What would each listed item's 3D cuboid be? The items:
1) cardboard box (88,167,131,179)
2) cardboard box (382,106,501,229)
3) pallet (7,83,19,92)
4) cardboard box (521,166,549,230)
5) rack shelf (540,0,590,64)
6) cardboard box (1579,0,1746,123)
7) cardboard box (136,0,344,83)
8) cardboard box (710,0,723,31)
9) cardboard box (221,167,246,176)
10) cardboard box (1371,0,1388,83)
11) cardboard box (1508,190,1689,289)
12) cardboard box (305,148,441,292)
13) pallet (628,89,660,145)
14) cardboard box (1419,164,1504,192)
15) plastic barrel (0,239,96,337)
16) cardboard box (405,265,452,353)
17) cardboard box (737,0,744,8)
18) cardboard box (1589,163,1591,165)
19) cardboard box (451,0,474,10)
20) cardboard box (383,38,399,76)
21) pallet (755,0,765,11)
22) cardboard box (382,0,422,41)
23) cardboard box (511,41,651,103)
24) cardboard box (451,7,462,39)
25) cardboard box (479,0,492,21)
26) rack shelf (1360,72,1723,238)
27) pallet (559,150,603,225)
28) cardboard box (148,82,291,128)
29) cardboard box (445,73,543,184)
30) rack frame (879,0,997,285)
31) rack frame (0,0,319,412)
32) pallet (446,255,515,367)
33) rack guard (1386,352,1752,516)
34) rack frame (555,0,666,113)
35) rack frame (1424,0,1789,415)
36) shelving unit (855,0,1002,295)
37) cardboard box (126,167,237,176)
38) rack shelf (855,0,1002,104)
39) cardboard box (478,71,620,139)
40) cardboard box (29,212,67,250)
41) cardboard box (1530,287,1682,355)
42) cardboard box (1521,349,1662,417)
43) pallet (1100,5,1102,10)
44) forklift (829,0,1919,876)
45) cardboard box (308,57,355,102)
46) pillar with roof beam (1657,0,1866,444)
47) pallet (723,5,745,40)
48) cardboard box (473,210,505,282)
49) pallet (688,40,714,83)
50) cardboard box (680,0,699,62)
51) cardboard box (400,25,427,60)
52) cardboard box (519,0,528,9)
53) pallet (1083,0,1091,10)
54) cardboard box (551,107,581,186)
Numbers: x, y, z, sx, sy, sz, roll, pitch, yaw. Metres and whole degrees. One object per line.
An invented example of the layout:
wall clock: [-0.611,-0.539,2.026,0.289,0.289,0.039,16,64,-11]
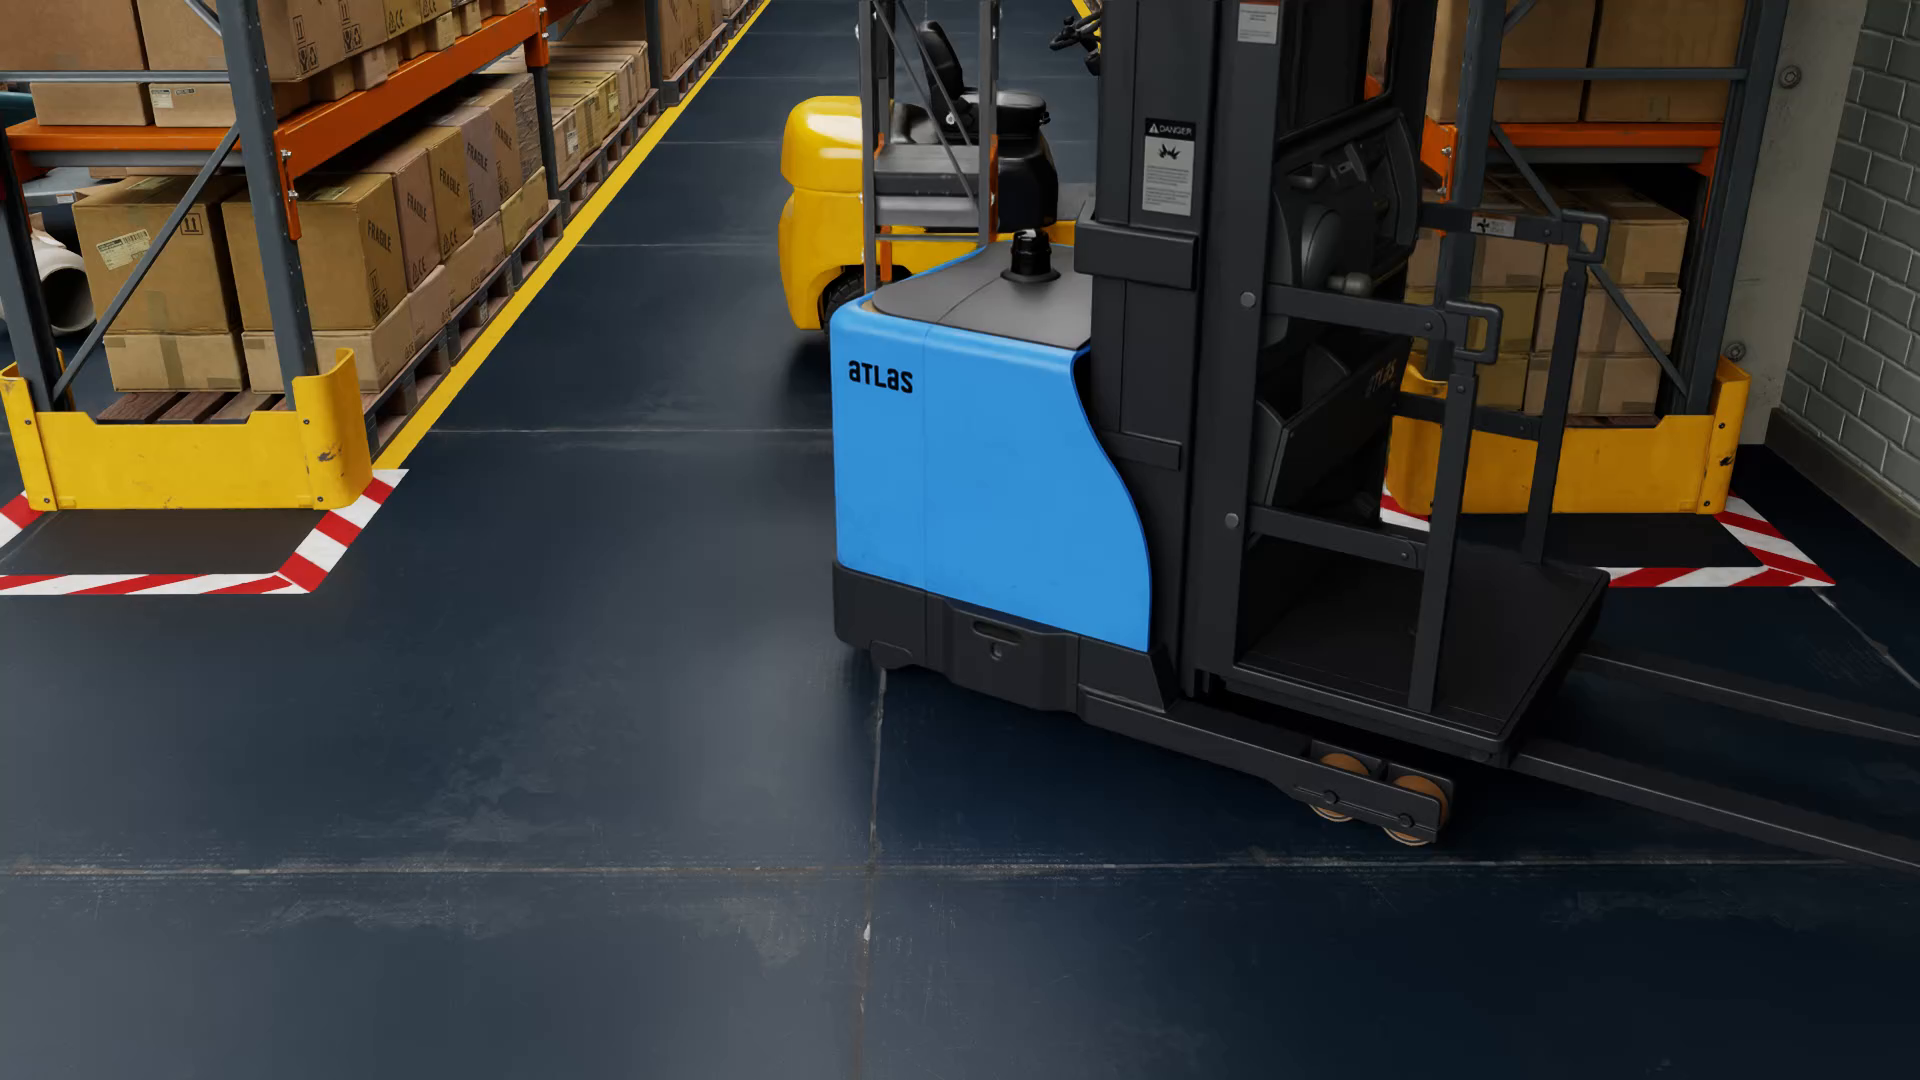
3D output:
cardboard box: [-4.612,-2.348,9.416,0.500,0.500,0.500,0,24,-1]
cardboard box: [-2.544,-1.780,7.963,0.500,0.500,0.500,1,24,2]
pallet: [-7.832,-3.798,13.892,1.003,0.211,1.213,0,24,-1]
cardboard box: [-2.558,-1.858,9.046,0.500,0.250,0.500,1,24,2]
rack shelf: [-2.855,-3.659,11.072,1.077,0.370,4.000,0,24,-1]
cardboard box: [2.446,-1.789,5.944,0.500,0.500,0.500,1,24,1]
cardboard box: [-2.517,-1.892,5.810,0.500,0.500,0.500,-1,24,-1]
cardboard box: [-2.833,-5.427,16.178,0.875,0.875,0.875,0,24,1]
cardboard box: [-3.068,-1.338,6.986,0.500,0.500,0.500,1,24,1]
cardboard box: [1.910,-1.999,6.408,0.500,0.500,0.500,0,24,1]
cardboard box: [2.358,-1.131,6.224,0.500,0.250,0.500,-1,24,-1]
cardboard box: [-2.532,-1.353,7.019,0.500,0.500,0.500,-1,24,-3]
pallet: [-2.869,-3.218,12.609,1.003,0.211,1.213,0,24,-1]
cardboard box: [1.846,-1.331,6.666,0.500,0.250,0.500,0,24,0]
plastic barrel: [-4.326,-1.185,7.855,0.512,0.421,0.421,19,30,35]
cardboard box: [-2.519,-0.997,7.141,0.500,0.250,0.500,1,24,1]
cardboard box: [-2.830,-6.111,18.221,0.875,0.438,0.875,-1,24,-2]
cardboard box: [2.354,-1.543,7.135,0.500,0.250,0.500,0,24,-1]
cardboard box: [-2.557,-2.736,7.676,0.500,0.500,0.500,0,24,1]
cardboard box: [-2.518,-1.965,6.760,0.380,0.149,0.250,0,24,1]
pallet: [-2.877,-6.507,19.882,1.003,0.211,1.213,0,24,-1]
cardboard box: [-2.533,-2.315,6.746,0.500,0.500,0.500,-1,24,-2]
cardboard box: [-2.880,-3.572,12.686,0.950,0.372,0.625,-2,24,-4]
cardboard box: [-2.537,-2.393,7.705,0.380,0.149,0.250,-1,24,-1]
cardboard box: [-2.590,-2.706,8.398,0.380,0.149,0.250,0,24,0]
rack shelf: [2.152,-2.034,7.481,1.077,0.370,4.000,0,24,-1]
pallet: [-2.843,-2.213,10.386,1.003,0.211,1.213,0,24,-1]
cardboard box: [-2.586,-1.541,5.821,0.380,0.149,0.250,0,24,0]
cardboard box: [-2.558,-2.200,8.891,0.500,0.500,0.500,-1,24,-1]
rack frame: [-0.075,-1.164,5.775,0.400,2.100,0.015,2,24,3]
rack frame: [-2.789,-1.514,5.458,1.000,3.000,0.127,0,24,-1]
pallet: [-2.774,-1.111,7.951,1.003,0.211,1.213,0,24,-1]
rack guard: [2.174,-0.389,6.004,1.175,0.500,0.348,0,24,-1]
rack frame: [-2.876,-4.811,12.746,1.000,3.000,0.127,0,24,-1]
rack frame: [2.174,-1.538,5.510,1.000,3.000,0.127,0,24,-1]
shelving unit: [-0.090,-1.063,5.553,0.431,2.100,0.503,2,24,3]
cardboard box: [-3.130,-1.570,6.711,0.380,0.149,0.250,0,24,1]
rack shelf: [-0.090,-1.689,5.270,0.431,0.518,0.480,2,24,3]
cardboard box: [-2.862,-2.955,11.323,0.950,0.372,0.625,1,24,1]
cardboard box: [-4.970,-1.571,8.902,0.258,0.266,0.396,-19,31,-36]
cardboard box: [2.377,-0.899,6.318,0.500,0.250,0.500,0,24,0]
cardboard box: [2.364,-0.680,6.440,0.500,0.250,0.500,0,24,0]
pallet: [2.037,-5.495,17.644,1.003,0.211,1.213,0,24,-1]
forklift: [1.144,-0.835,4.040,3.031,2.935,1.130,15,28,29]
cardboard box: [-2.525,-1.754,6.293,0.380,0.149,0.250,-1,24,-2]
pillar with roof beam: [-1.237,-4.543,4.875,9.100,9.000,0.400,0,24,-1]
pallet: [-2.850,-5.502,17.659,1.003,0.211,1.213,0,24,-1]
cardboard box: [-2.541,-1.430,8.098,0.500,0.250,0.500,0,24,0]
pallet: [-2.820,-4.367,15.149,1.003,0.211,1.213,0,24,-1]
cardboard box: [-2.806,-4.686,14.541,0.875,0.875,0.875,0,24,0]
cardboard box: [-2.554,-2.183,7.241,0.380,0.149,0.250,-1,24,-2]
cardboard box: [-2.524,-2.917,8.864,0.380,0.149,0.250,-1,24,-1]
pallet: [2.010,-6.500,19.867,1.003,0.211,1.213,0,24,-1]
cardboard box: [-2.841,-2.372,10.035,0.950,0.372,0.625,0,24,0]
